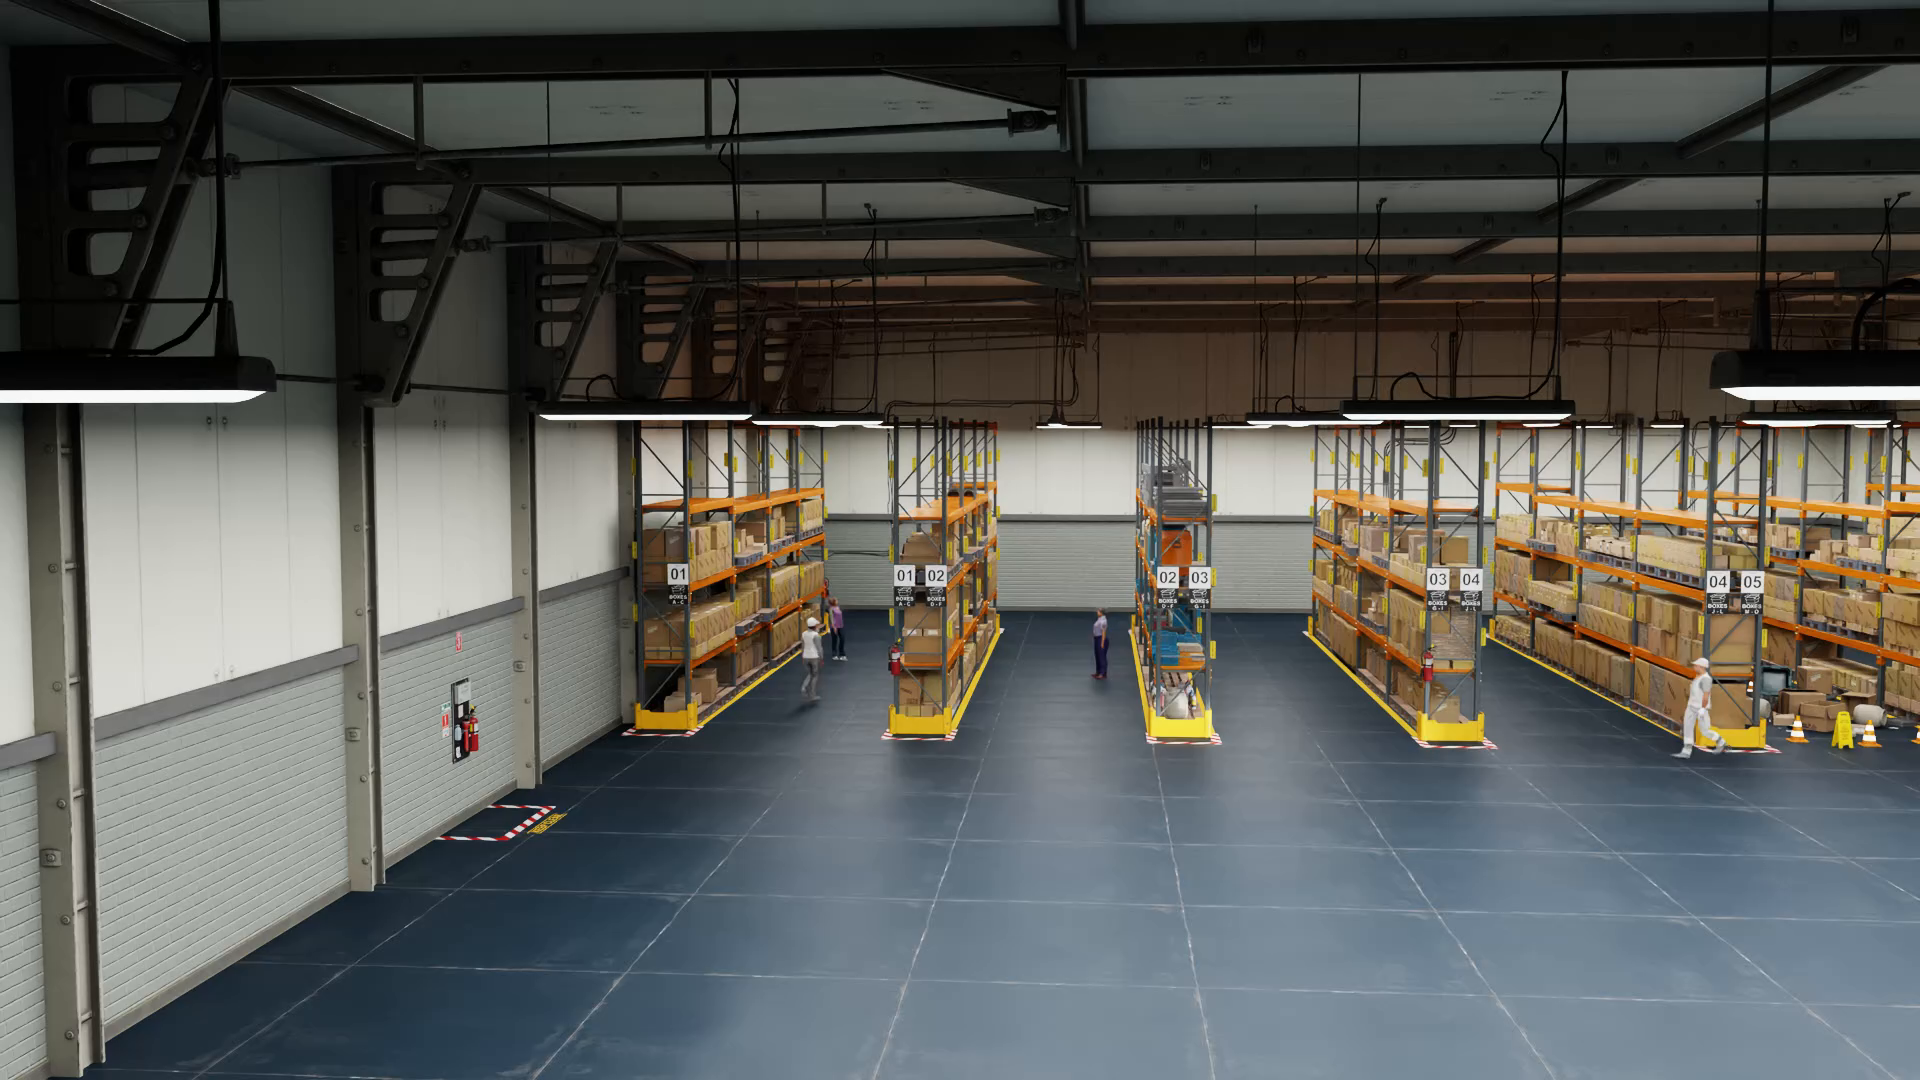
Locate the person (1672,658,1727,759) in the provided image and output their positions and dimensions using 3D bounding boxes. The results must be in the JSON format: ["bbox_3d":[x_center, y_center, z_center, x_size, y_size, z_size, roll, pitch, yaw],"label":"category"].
[{"bbox_3d":[12.954,2.944,29.052,0.870,1.774,0.498,-1,4,-18],"label":"person"}]

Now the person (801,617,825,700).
[{"bbox_3d":[-3.140,2.516,35.324,0.552,1.765,0.481,3,5,39],"label":"person"}]

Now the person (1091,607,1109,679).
[{"bbox_3d":[3.239,2.367,38.448,0.403,1.645,0.550,-1,4,-10],"label":"person"}]

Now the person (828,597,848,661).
[{"bbox_3d":[-3.061,2.234,41.626,0.461,1.622,0.446,-3,5,-38],"label":"person"}]
